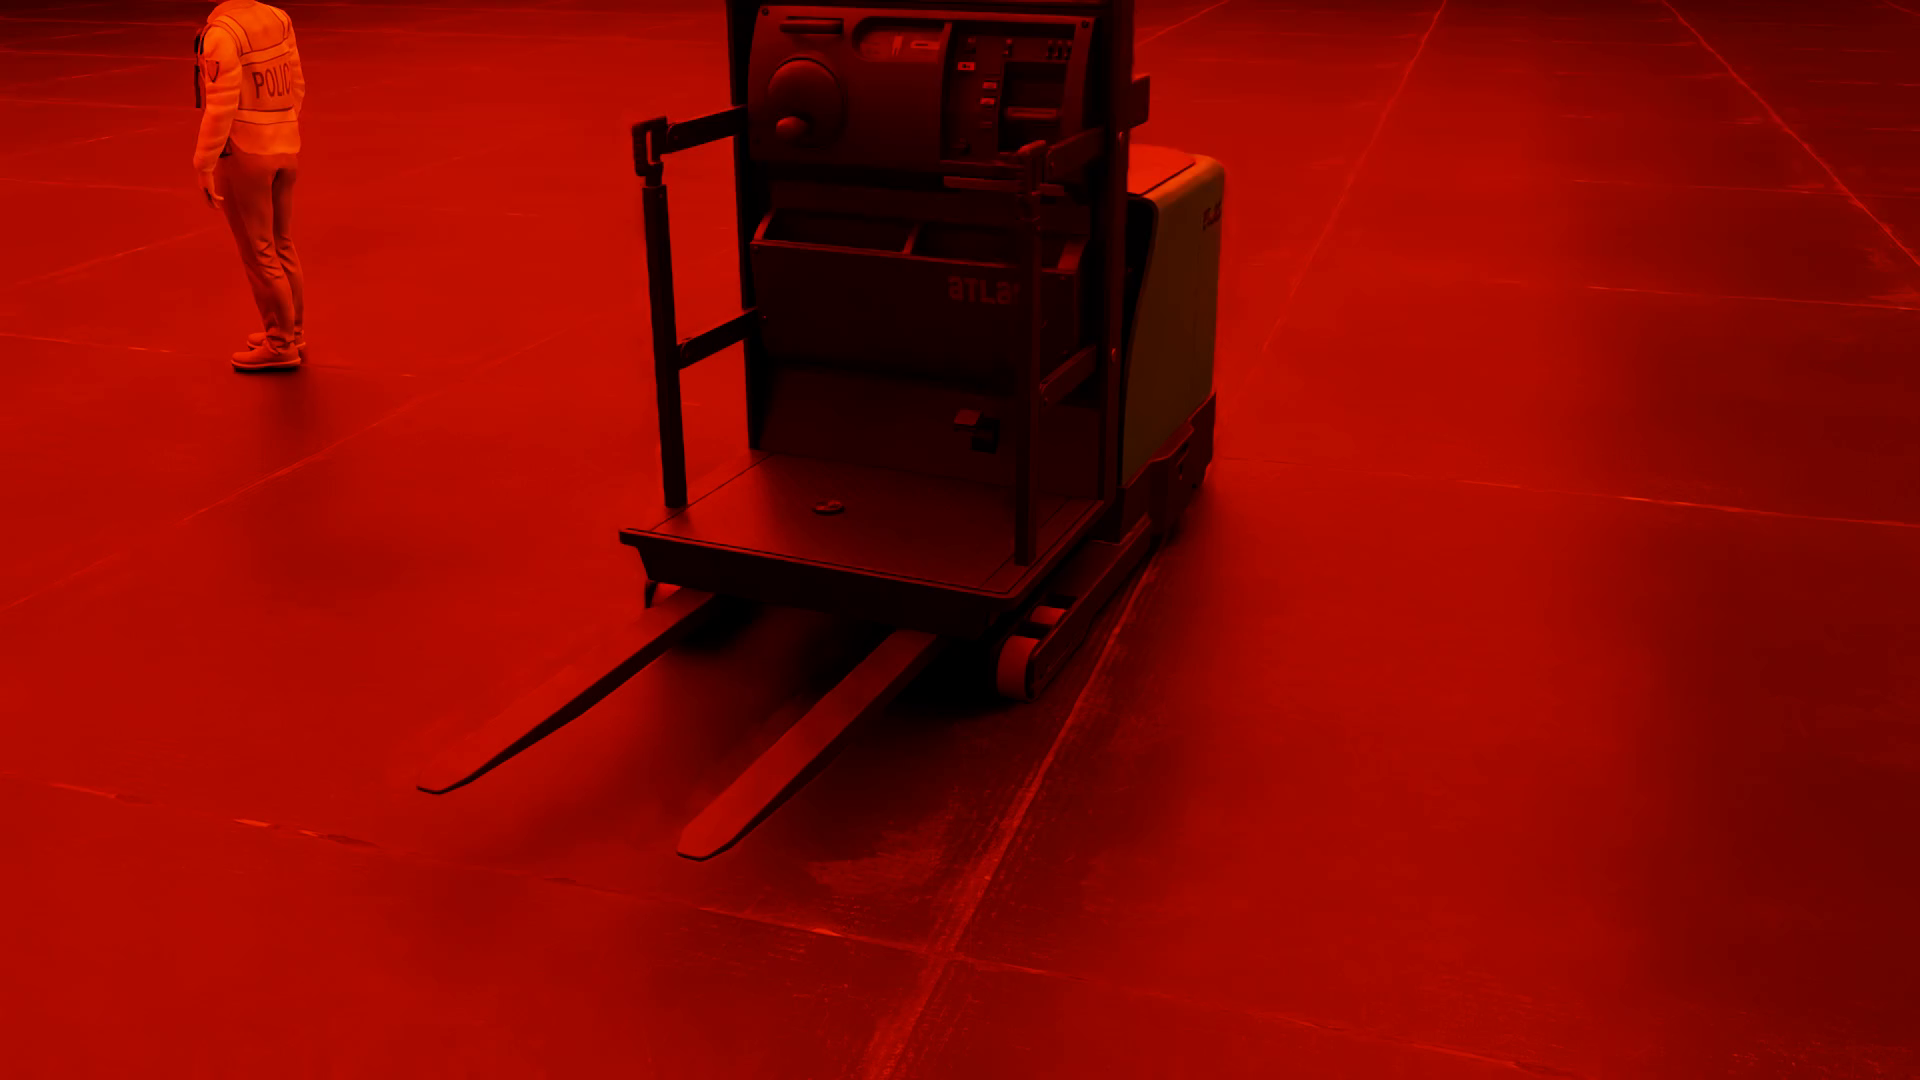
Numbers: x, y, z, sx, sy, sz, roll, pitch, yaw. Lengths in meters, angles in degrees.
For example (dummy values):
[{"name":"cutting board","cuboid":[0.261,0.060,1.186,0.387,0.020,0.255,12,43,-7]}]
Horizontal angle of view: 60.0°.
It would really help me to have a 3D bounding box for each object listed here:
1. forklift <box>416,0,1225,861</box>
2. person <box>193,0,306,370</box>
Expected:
[{"name":"forklift","cuboid":[-0.194,-1.135,4.029,1.130,2.935,3.031,9,24,21]},{"name":"person","cuboid":[-2.826,-1.501,6.518,0.531,1.694,0.586,5,23,12]}]
